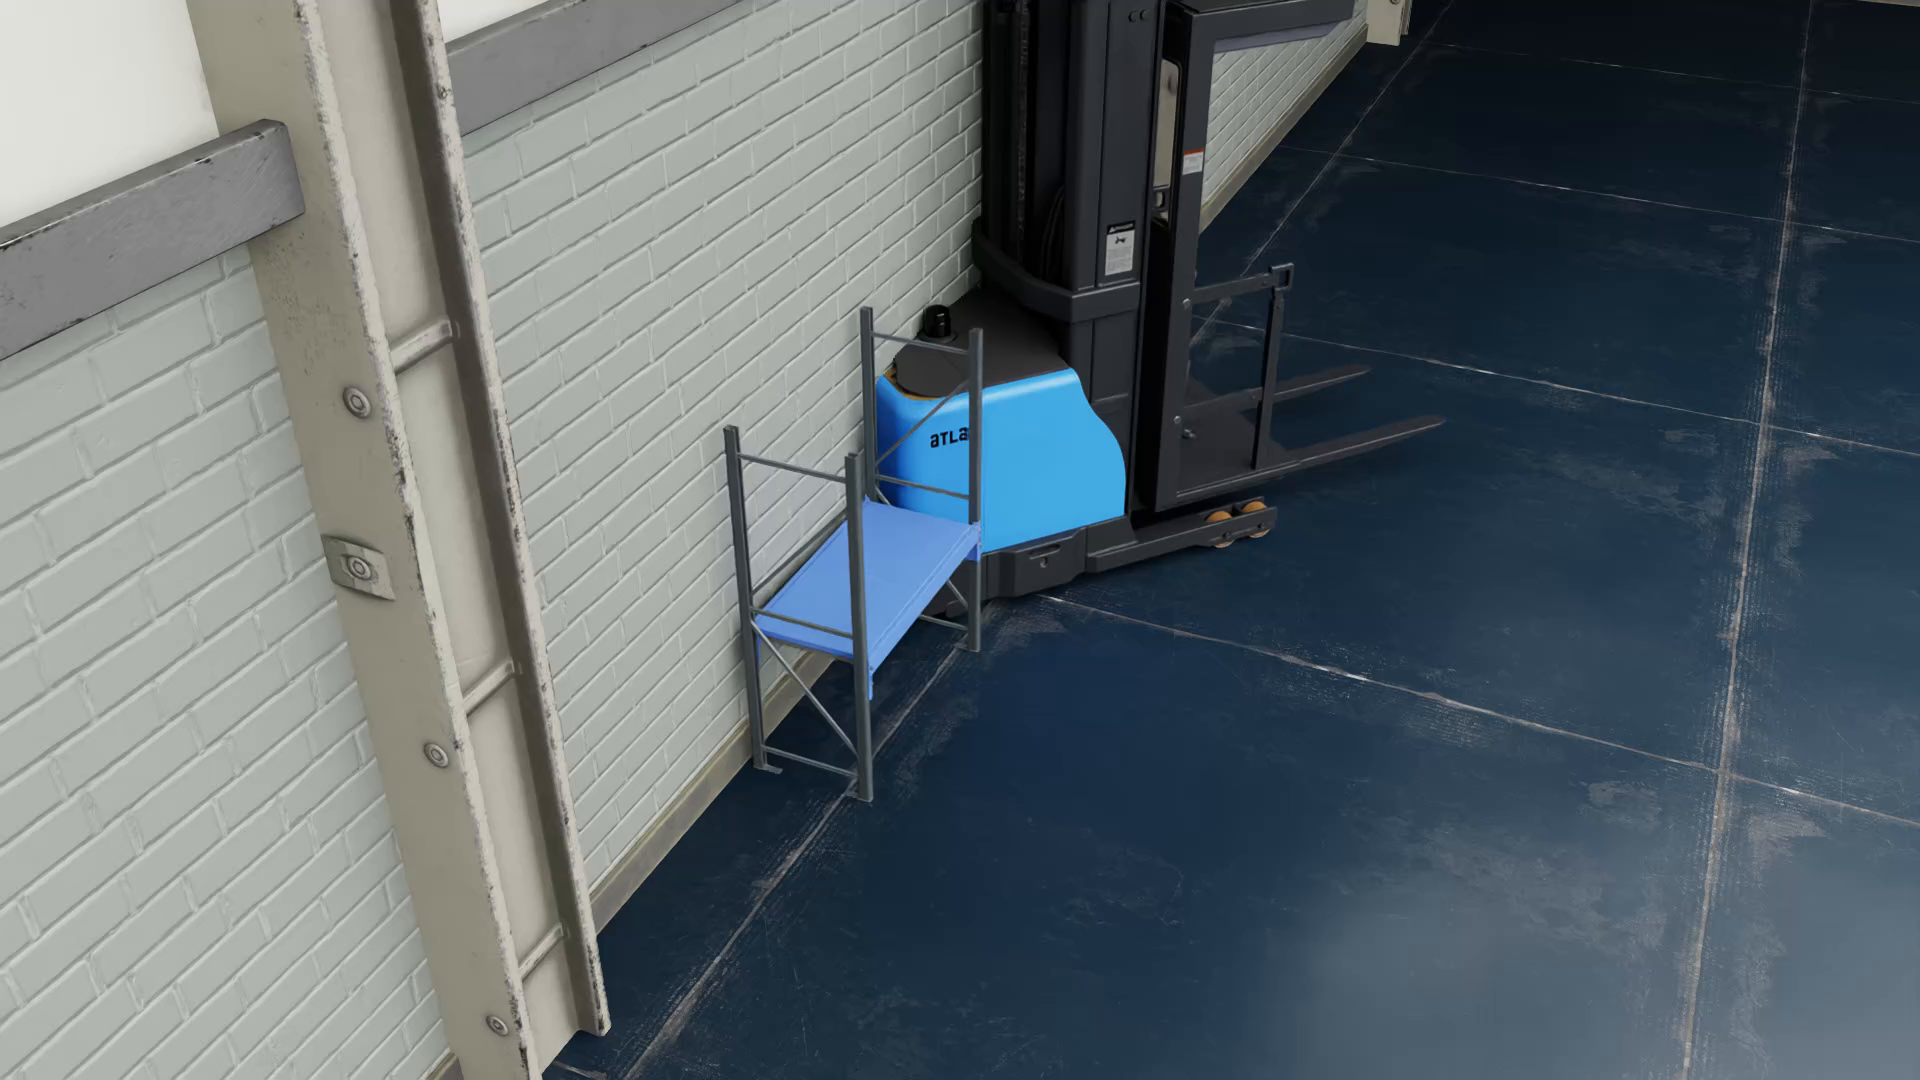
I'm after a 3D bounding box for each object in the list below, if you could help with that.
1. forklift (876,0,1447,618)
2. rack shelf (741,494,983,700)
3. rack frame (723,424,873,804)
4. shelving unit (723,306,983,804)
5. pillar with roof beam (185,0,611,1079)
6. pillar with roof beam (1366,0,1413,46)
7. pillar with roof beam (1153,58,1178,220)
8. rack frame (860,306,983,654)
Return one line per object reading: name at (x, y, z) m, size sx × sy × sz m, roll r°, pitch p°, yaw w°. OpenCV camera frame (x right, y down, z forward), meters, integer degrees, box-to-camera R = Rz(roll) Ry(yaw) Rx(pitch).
forklift at (0.909, -1.435, 7.266) m, size 3.031 × 2.935 × 1.130 m, roll -15°, pitch 36°, yaw -21°
rack shelf at (-0.355, 0.195, 6.412) m, size 0.538 × 0.185 × 1.000 m, roll 14°, pitch 36°, yaw 20°
rack frame at (-0.561, 0.300, 5.925) m, size 0.500 × 1.500 × 0.032 m, roll 14°, pitch 36°, yaw 20°
shelving unit at (-0.355, 0.045, 6.314) m, size 0.538 × 1.500 × 1.048 m, roll 14°, pitch 36°, yaw 20°
pillar with roof beam at (2.567, -1.149, 1.295) m, size 9.100 × 9.000 × 0.400 m, roll 14°, pitch 36°, yaw 20°
pillar with roof beam at (7.587, -7.125, 10.410) m, size 9.100 × 9.000 × 0.400 m, roll 14°, pitch 36°, yaw 20°
pillar with roof beam at (5.077, -4.137, 5.853) m, size 9.100 × 9.000 × 0.400 m, roll 14°, pitch 36°, yaw 20°
rack frame at (-0.149, -0.210, 6.703) m, size 0.500 × 1.500 × 0.032 m, roll 14°, pitch 36°, yaw 20°
